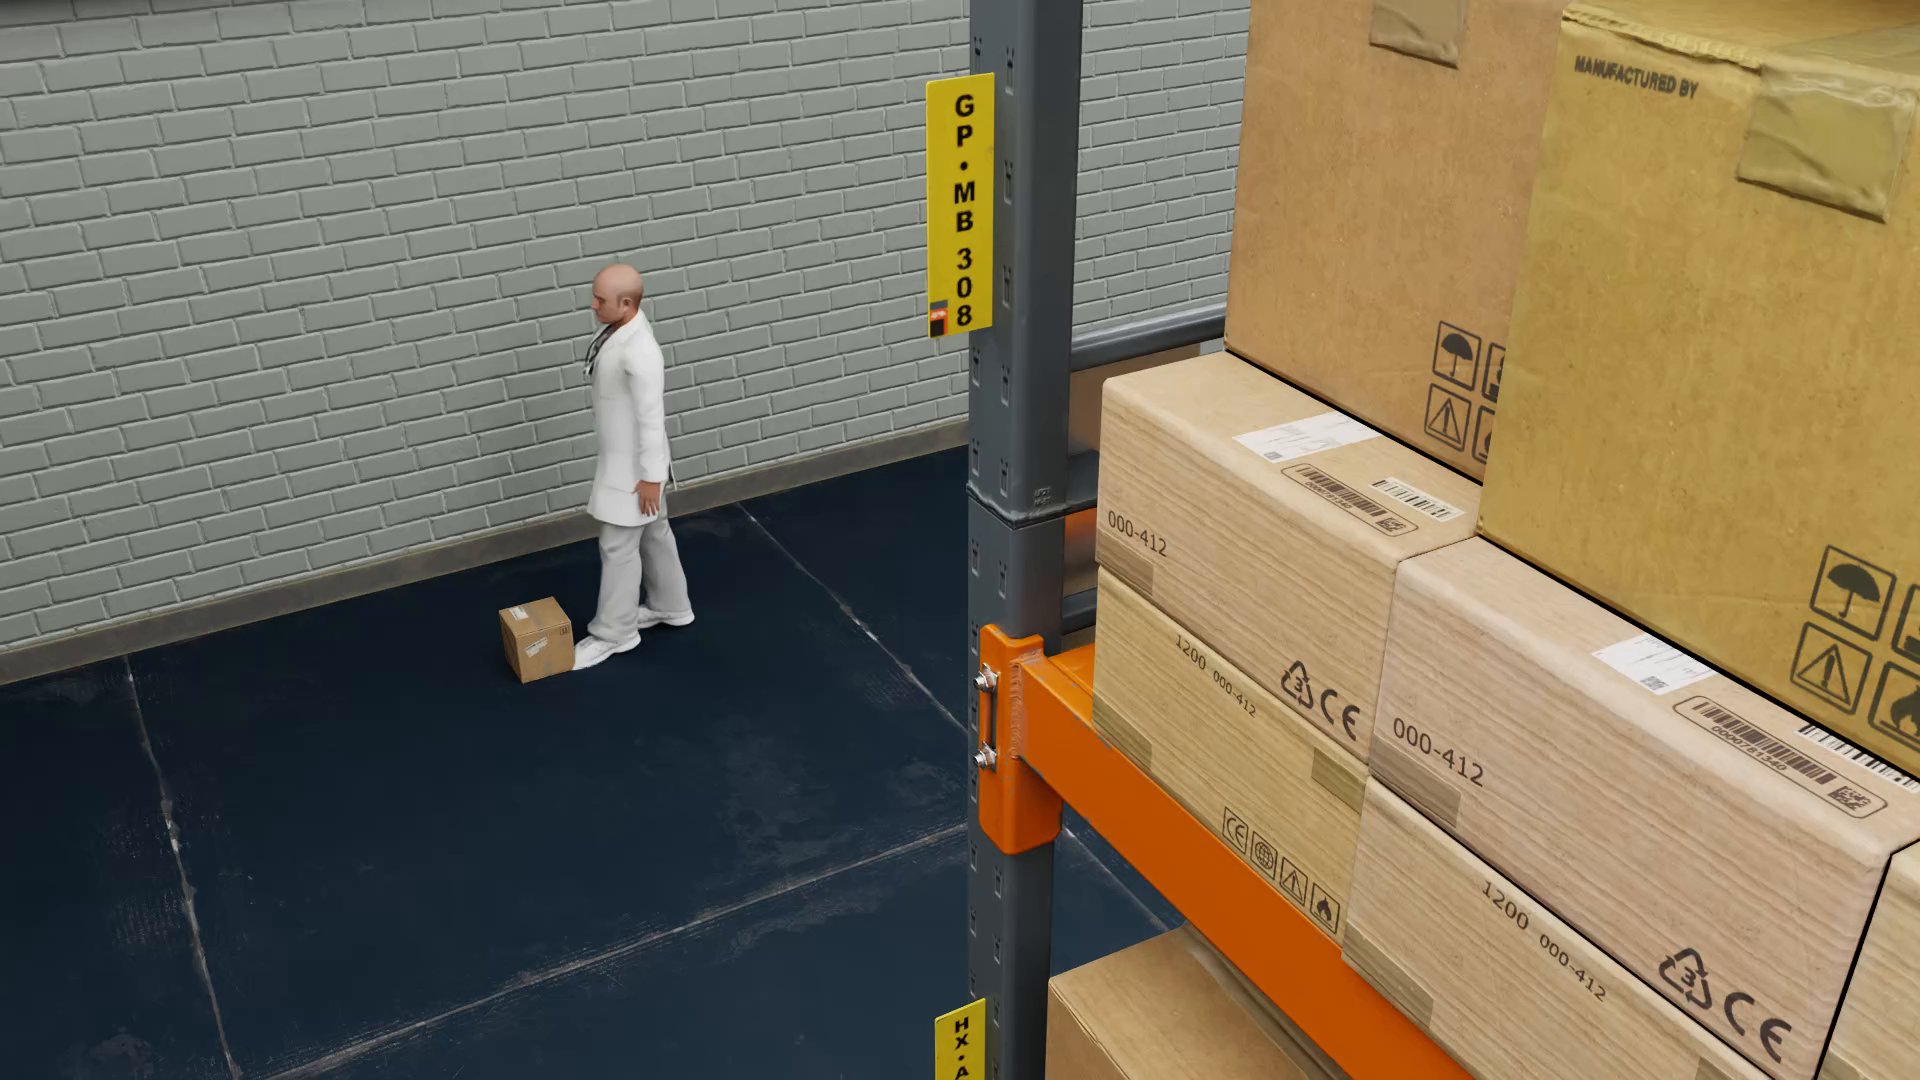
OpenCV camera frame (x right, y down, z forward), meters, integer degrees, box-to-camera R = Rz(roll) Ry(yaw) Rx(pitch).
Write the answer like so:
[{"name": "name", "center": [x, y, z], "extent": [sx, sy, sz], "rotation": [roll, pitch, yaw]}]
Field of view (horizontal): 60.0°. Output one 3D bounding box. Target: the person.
[{"name": "person", "center": [-1.535, -0.345, 7.262], "extent": [0.623, 1.790, 0.625], "rotation": [-7, 29, -13]}]
